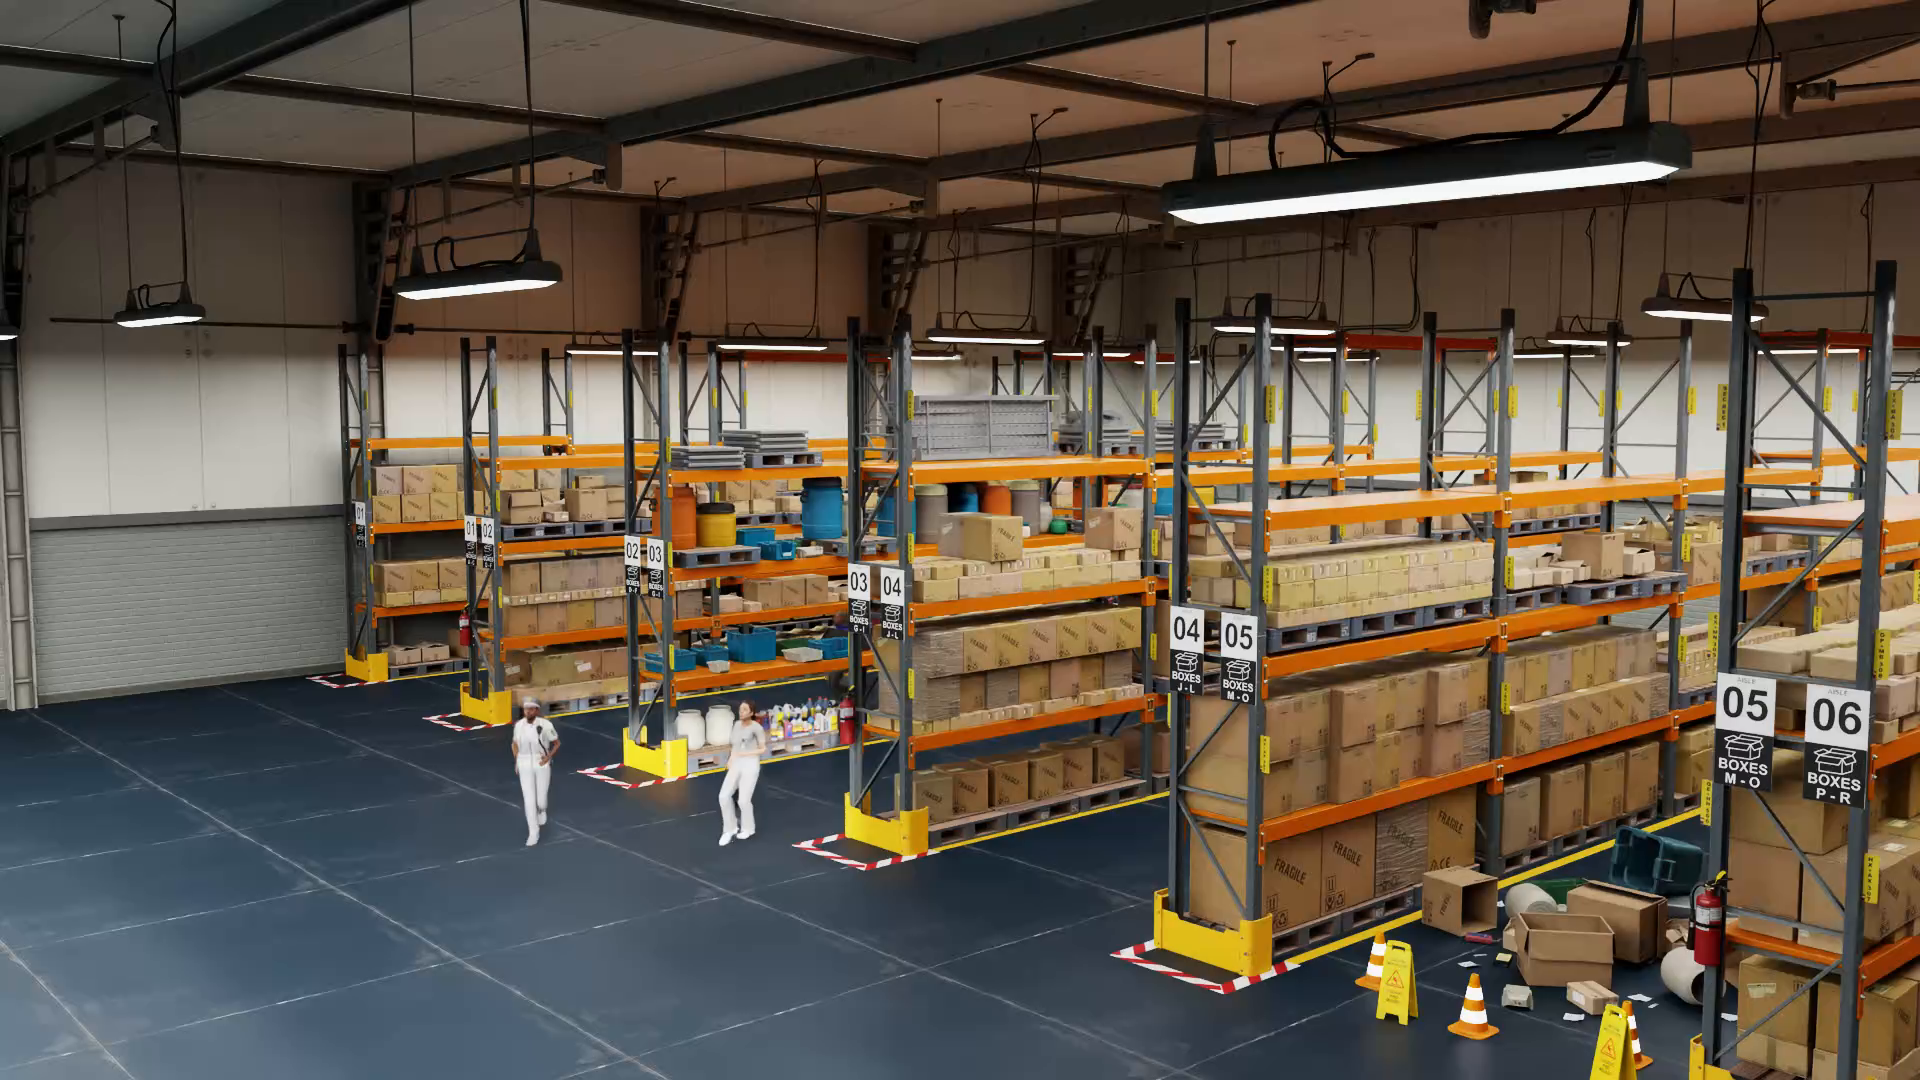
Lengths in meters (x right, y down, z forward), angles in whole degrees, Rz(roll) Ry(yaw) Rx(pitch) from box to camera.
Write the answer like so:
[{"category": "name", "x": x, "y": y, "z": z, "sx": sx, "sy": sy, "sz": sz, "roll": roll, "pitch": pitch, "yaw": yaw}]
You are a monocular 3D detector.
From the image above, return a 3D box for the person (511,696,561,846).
[{"category": "person", "x": -4.901, "y": 2.624, "z": 19.208, "sx": 0.576, "sy": 1.692, "sz": 0.693, "roll": 0, "pitch": 5, "yaw": -3}]

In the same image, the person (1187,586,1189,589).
[{"category": "person", "x": 4.374, "y": 1.258, "z": 34.138, "sx": 0.697, "sy": 1.729, "sz": 0.673, "roll": 3, "pitch": 6, "yaw": 34}]

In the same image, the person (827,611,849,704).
[{"category": "person", "x": -1.981, "y": 1.964, "z": 26.871, "sx": 0.572, "sy": 1.590, "sz": 0.571, "roll": -5, "pitch": 7, "yaw": -43}]

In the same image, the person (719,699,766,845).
[{"category": "person", "x": -2.478, "y": 2.653, "z": 19.032, "sx": 0.557, "sy": 1.674, "sz": 0.575, "roll": 3, "pitch": 6, "yaw": 26}]

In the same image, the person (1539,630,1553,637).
[{"category": "person", "x": 8.230, "y": 2.169, "z": 23.495, "sx": 0.641, "sy": 1.785, "sz": 0.701, "roll": 4, "pitch": 6, "yaw": 35}]
